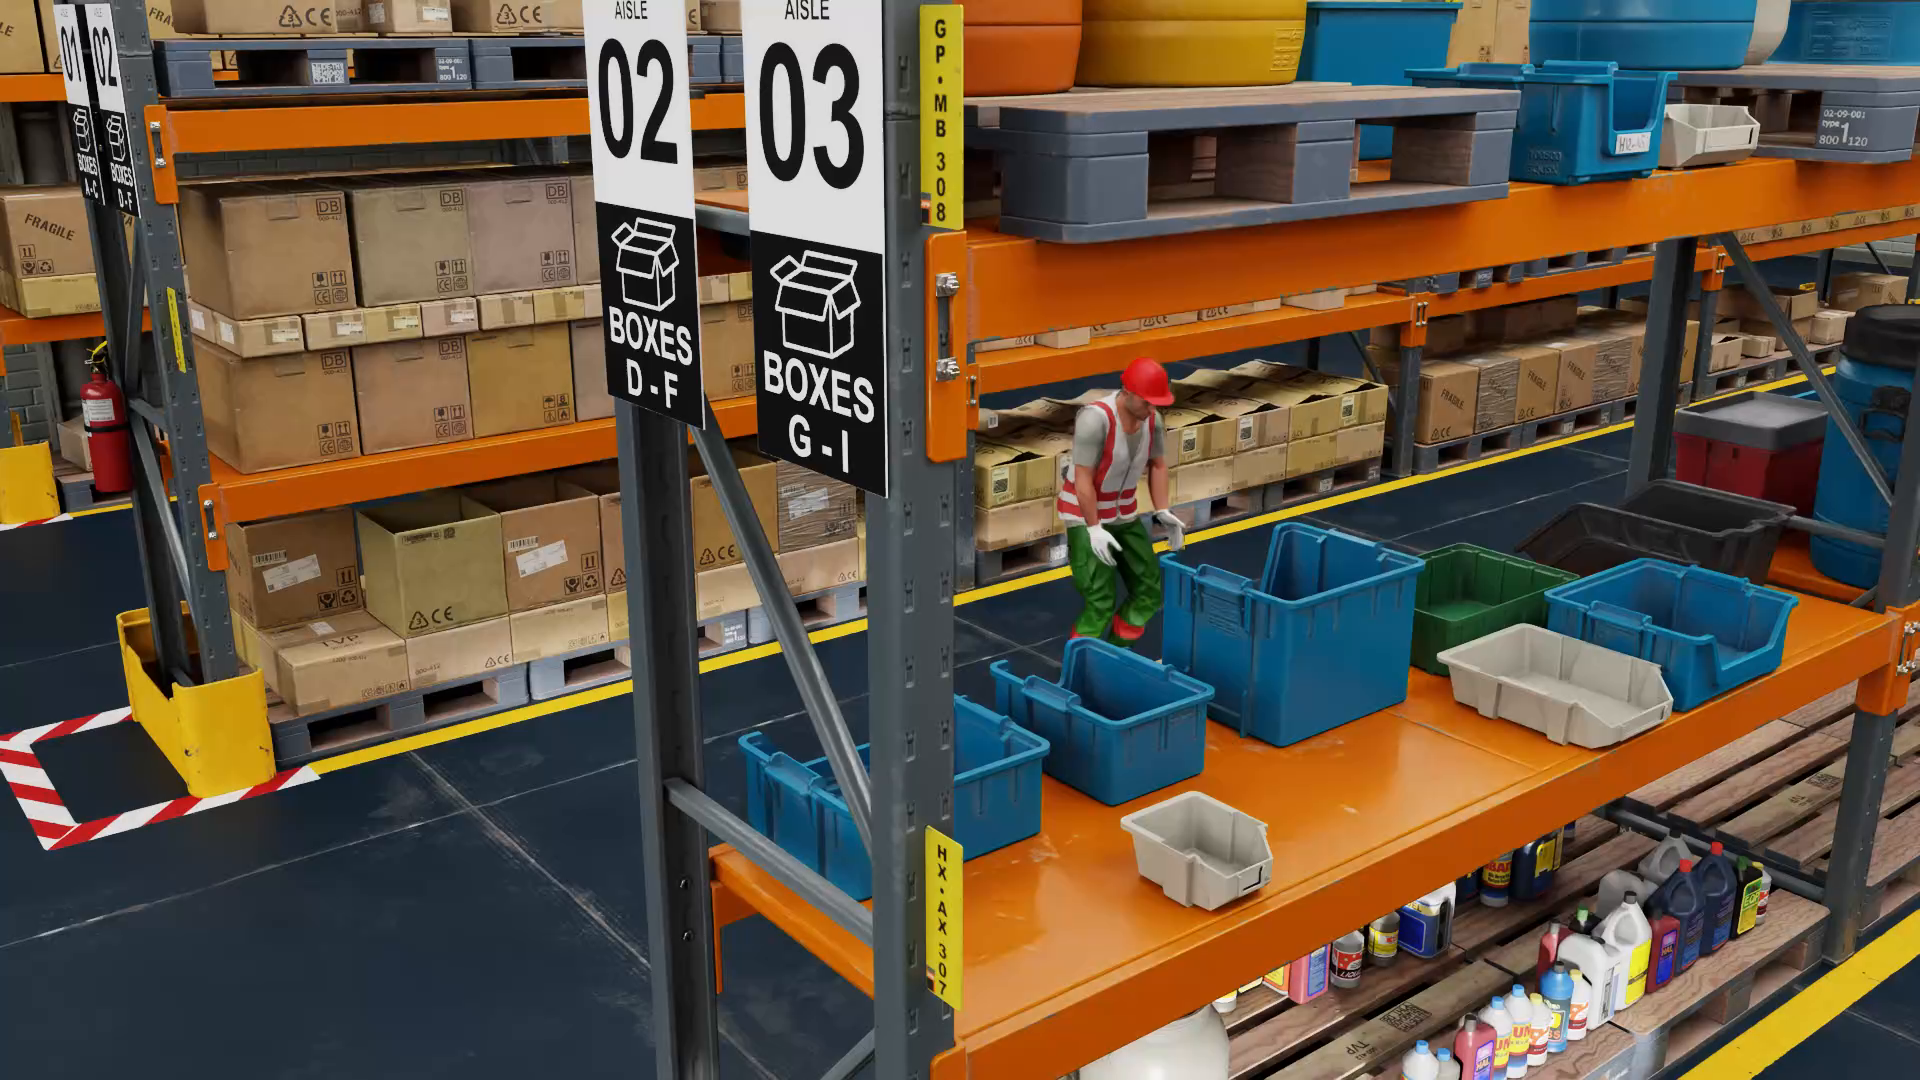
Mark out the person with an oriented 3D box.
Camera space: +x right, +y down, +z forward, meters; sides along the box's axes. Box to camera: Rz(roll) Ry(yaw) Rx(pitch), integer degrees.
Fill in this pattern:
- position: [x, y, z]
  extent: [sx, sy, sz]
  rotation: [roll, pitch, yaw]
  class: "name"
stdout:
- position: [0.765, -0.072, 7.946]
  extent: [0.560, 1.666, 0.558]
  rotation: [-13, 22, -35]
  class: "person"
